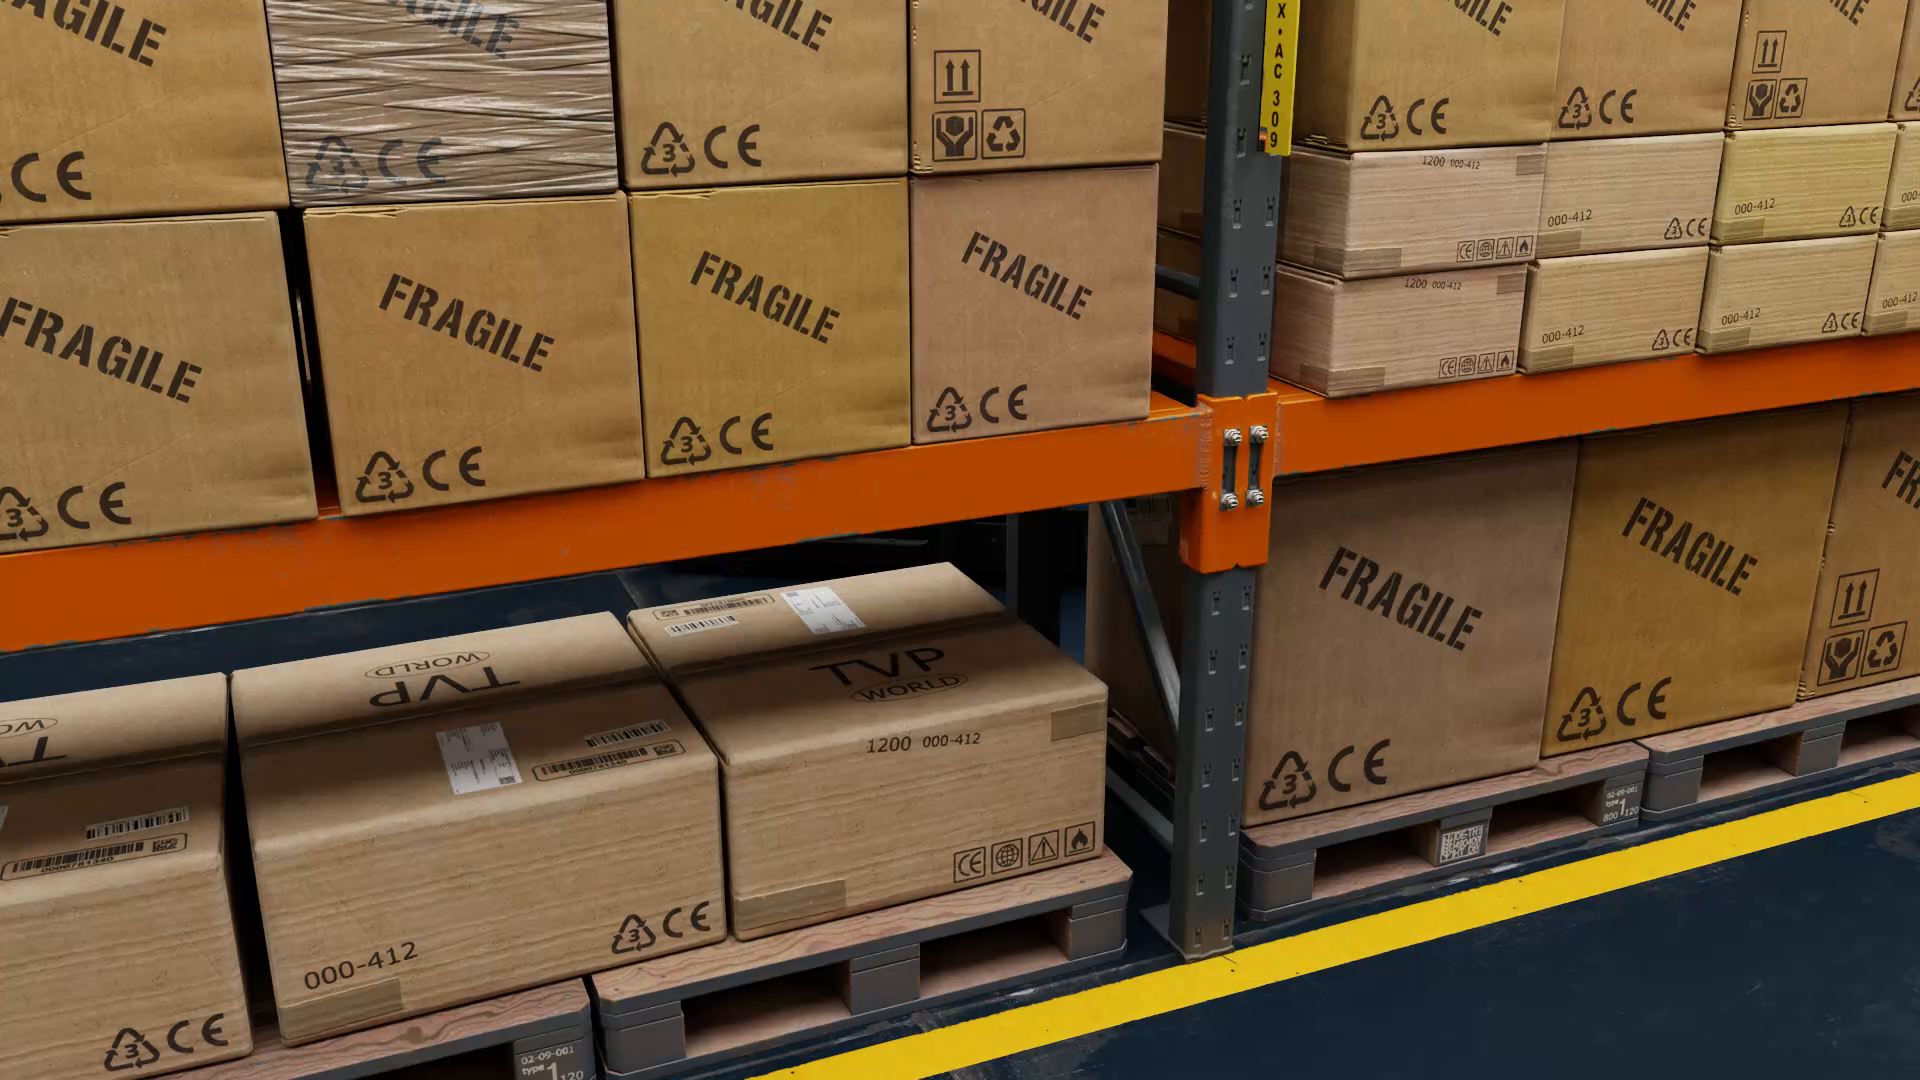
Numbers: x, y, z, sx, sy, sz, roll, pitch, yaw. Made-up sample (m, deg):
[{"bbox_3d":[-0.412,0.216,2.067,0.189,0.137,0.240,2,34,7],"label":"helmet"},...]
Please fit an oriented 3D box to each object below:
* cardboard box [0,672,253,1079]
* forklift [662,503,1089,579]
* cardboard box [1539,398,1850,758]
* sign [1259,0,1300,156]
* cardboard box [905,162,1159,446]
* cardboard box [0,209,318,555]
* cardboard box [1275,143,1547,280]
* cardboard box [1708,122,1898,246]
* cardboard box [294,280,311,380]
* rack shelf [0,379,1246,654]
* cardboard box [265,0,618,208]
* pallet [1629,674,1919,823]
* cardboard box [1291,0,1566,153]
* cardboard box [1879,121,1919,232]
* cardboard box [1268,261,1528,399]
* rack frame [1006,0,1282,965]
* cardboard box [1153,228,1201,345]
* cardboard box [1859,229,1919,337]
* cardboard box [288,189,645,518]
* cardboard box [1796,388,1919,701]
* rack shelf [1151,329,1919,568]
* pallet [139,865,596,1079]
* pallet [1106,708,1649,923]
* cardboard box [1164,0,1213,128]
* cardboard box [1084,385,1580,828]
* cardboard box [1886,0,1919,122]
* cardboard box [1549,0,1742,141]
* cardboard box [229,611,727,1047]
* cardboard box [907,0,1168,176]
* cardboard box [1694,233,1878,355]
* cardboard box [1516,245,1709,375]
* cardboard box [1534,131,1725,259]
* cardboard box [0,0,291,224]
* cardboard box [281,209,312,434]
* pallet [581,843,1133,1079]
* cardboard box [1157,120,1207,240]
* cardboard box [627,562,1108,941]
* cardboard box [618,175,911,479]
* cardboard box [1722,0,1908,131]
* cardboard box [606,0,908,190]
[{"bbox_3d":[-1.895,0.687,3.281,0.875,0.438,0.875,-8,21,-20],"label":"cardboard box"},{"bbox_3d":[-0.671,-1.426,6.160,3.031,2.935,1.130,3,20,8],"label":"forklift"},{"bbox_3d":[1.738,-0.033,4.666,0.875,0.875,0.875,-8,21,-20],"label":"cardboard box"},{"bbox_3d":[0.596,-0.886,3.100,0.005,0.325,0.100,-8,21,-22],"label":"sign"},{"bbox_3d":[0.050,-0.518,3.326,0.500,0.500,0.500,-8,21,-21],"label":"cardboard box"},{"bbox_3d":[-1.363,-0.314,2.746,0.500,0.500,0.500,-7,21,-20],"label":"cardboard box"},{"bbox_3d":[0.890,-0.747,3.599,0.500,0.250,0.500,-9,21,-23],"label":"cardboard box"},{"bbox_3d":[1.832,-0.882,3.984,0.500,0.250,0.500,-8,21,-21],"label":"cardboard box"},{"bbox_3d":[-2.915,-0.904,7.706,0.500,0.500,0.700,-9,21,-24],"label":"cardboard box"},{"bbox_3d":[-1.462,-0.007,3.110,4.000,0.370,1.077,-8,21,-22],"label":"rack shelf"},{"bbox_3d":[-0.882,-0.848,2.758,0.500,0.500,0.500,-8,21,-21],"label":"cardboard box"},{"bbox_3d":[2.175,0.419,5.013,1.213,0.211,1.003,-8,21,-22],"label":"pallet"},{"bbox_3d":[0.892,-1.099,3.470,0.500,0.500,0.500,-8,21,-21],"label":"cardboard box"},{"bbox_3d":[2.295,-0.949,4.175,0.500,0.250,0.500,-9,21,-24],"label":"cardboard box"},{"bbox_3d":[0.883,-0.516,3.698,0.500,0.250,0.500,-9,21,-23],"label":"cardboard box"},{"bbox_3d":[0.374,-0.610,3.737,0.127,3.000,1.000,-8,21,-22],"label":"rack frame"},{"bbox_3d":[0.687,-0.675,4.148,0.500,0.250,0.500,-9,21,-23],"label":"cardboard box"},{"bbox_3d":[2.297,-0.710,4.249,0.500,0.250,0.500,-9,21,-23],"label":"cardboard box"},{"bbox_3d":[-0.876,-0.378,2.928,0.500,0.500,0.500,-8,21,-23],"label":"cardboard box"},{"bbox_3d":[2.560,-0.150,4.999,0.875,0.875,0.875,-8,21,-21],"label":"cardboard box"},{"bbox_3d":[2.211,-0.534,4.604,4.000,0.370,1.077,-8,21,-22],"label":"rack shelf"},{"bbox_3d":[-1.477,0.944,3.525,1.213,0.211,1.003,-8,21,-22],"label":"pallet"},{"bbox_3d":[1.053,0.581,4.554,1.213,0.211,1.003,-8,21,-22],"label":"pallet"},{"bbox_3d":[0.685,-1.264,3.939,0.500,0.500,0.500,-7,21,-20],"label":"cardboard box"},{"bbox_3d":[0.912,0.088,4.321,0.875,0.875,0.875,-7,21,-20],"label":"cardboard box"},{"bbox_3d":[2.282,-1.309,4.068,0.500,0.500,0.500,-9,21,-23],"label":"cardboard box"},{"bbox_3d":[1.349,-1.174,3.684,0.500,0.500,0.500,-8,21,-22],"label":"cardboard box"},{"bbox_3d":[-1.066,0.569,3.616,0.875,0.438,0.875,-9,21,-24],"label":"cardboard box"},{"bbox_3d":[0.051,-0.982,3.139,0.500,0.500,0.500,-8,21,-22],"label":"cardboard box"},{"bbox_3d":[1.834,-0.647,4.070,0.500,0.250,0.500,-8,21,-22],"label":"cardboard box"},{"bbox_3d":[1.358,-0.585,3.893,0.500,0.250,0.500,-9,21,-23],"label":"cardboard box"},{"bbox_3d":[1.358,-0.824,3.818,0.500,0.250,0.500,-8,21,-21],"label":"cardboard box"},{"bbox_3d":[-1.346,-0.785,2.578,0.500,0.500,0.500,-8,21,-22],"label":"cardboard box"},{"bbox_3d":[-1.556,-0.479,3.215,0.500,0.500,0.500,-7,21,-20],"label":"cardboard box"},{"bbox_3d":[-0.355,0.782,3.984,1.213,0.211,1.003,-8,21,-22],"label":"pallet"},{"bbox_3d":[0.683,-0.907,4.054,0.500,0.250,0.500,-8,21,-22],"label":"cardboard box"},{"bbox_3d":[-0.245,0.451,3.951,0.875,0.438,0.875,-8,21,-23],"label":"cardboard box"},{"bbox_3d":[-0.420,-0.449,3.129,0.500,0.500,0.500,-9,21,-23],"label":"cardboard box"},{"bbox_3d":[1.810,-1.239,3.869,0.500,0.500,0.500,-9,21,-23],"label":"cardboard box"},{"bbox_3d":[-0.419,-0.918,2.957,0.500,0.500,0.500,-8,21,-23],"label":"cardboard box"}]
